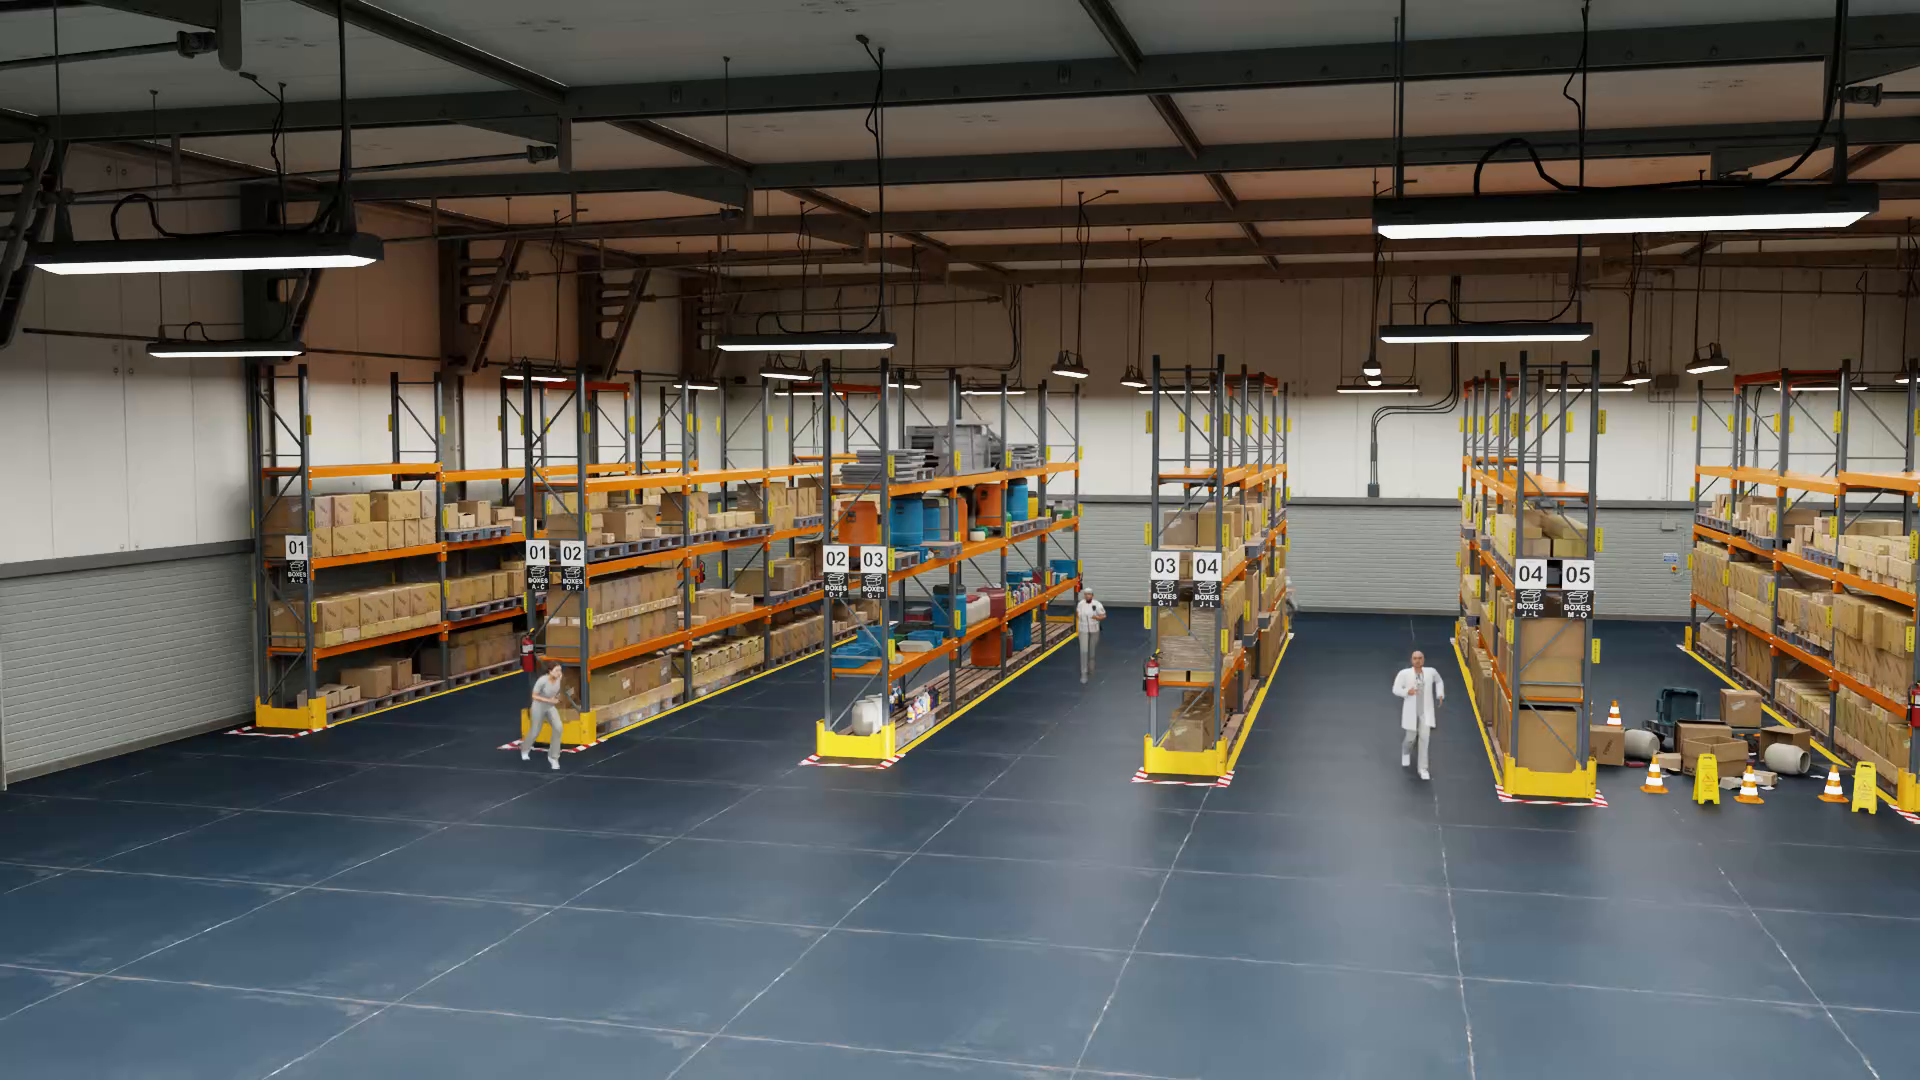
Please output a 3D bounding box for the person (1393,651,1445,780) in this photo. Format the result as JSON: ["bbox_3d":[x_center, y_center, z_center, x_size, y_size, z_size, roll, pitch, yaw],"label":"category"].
[{"bbox_3d":[6.567,2.467,23.799,0.729,1.733,1.129,1,4,12],"label":"person"}]

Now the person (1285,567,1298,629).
[{"bbox_3d":[7.934,1.421,40.511,0.546,1.550,0.558,-2,4,-29],"label":"person"}]

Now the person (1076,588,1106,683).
[{"bbox_3d":[2.438,1.752,31.012,0.581,1.737,0.766,1,4,7],"label":"person"}]

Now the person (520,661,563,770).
[{"bbox_3d":[-6.153,2.548,24.468,0.960,1.623,0.604,3,5,39],"label":"person"}]
